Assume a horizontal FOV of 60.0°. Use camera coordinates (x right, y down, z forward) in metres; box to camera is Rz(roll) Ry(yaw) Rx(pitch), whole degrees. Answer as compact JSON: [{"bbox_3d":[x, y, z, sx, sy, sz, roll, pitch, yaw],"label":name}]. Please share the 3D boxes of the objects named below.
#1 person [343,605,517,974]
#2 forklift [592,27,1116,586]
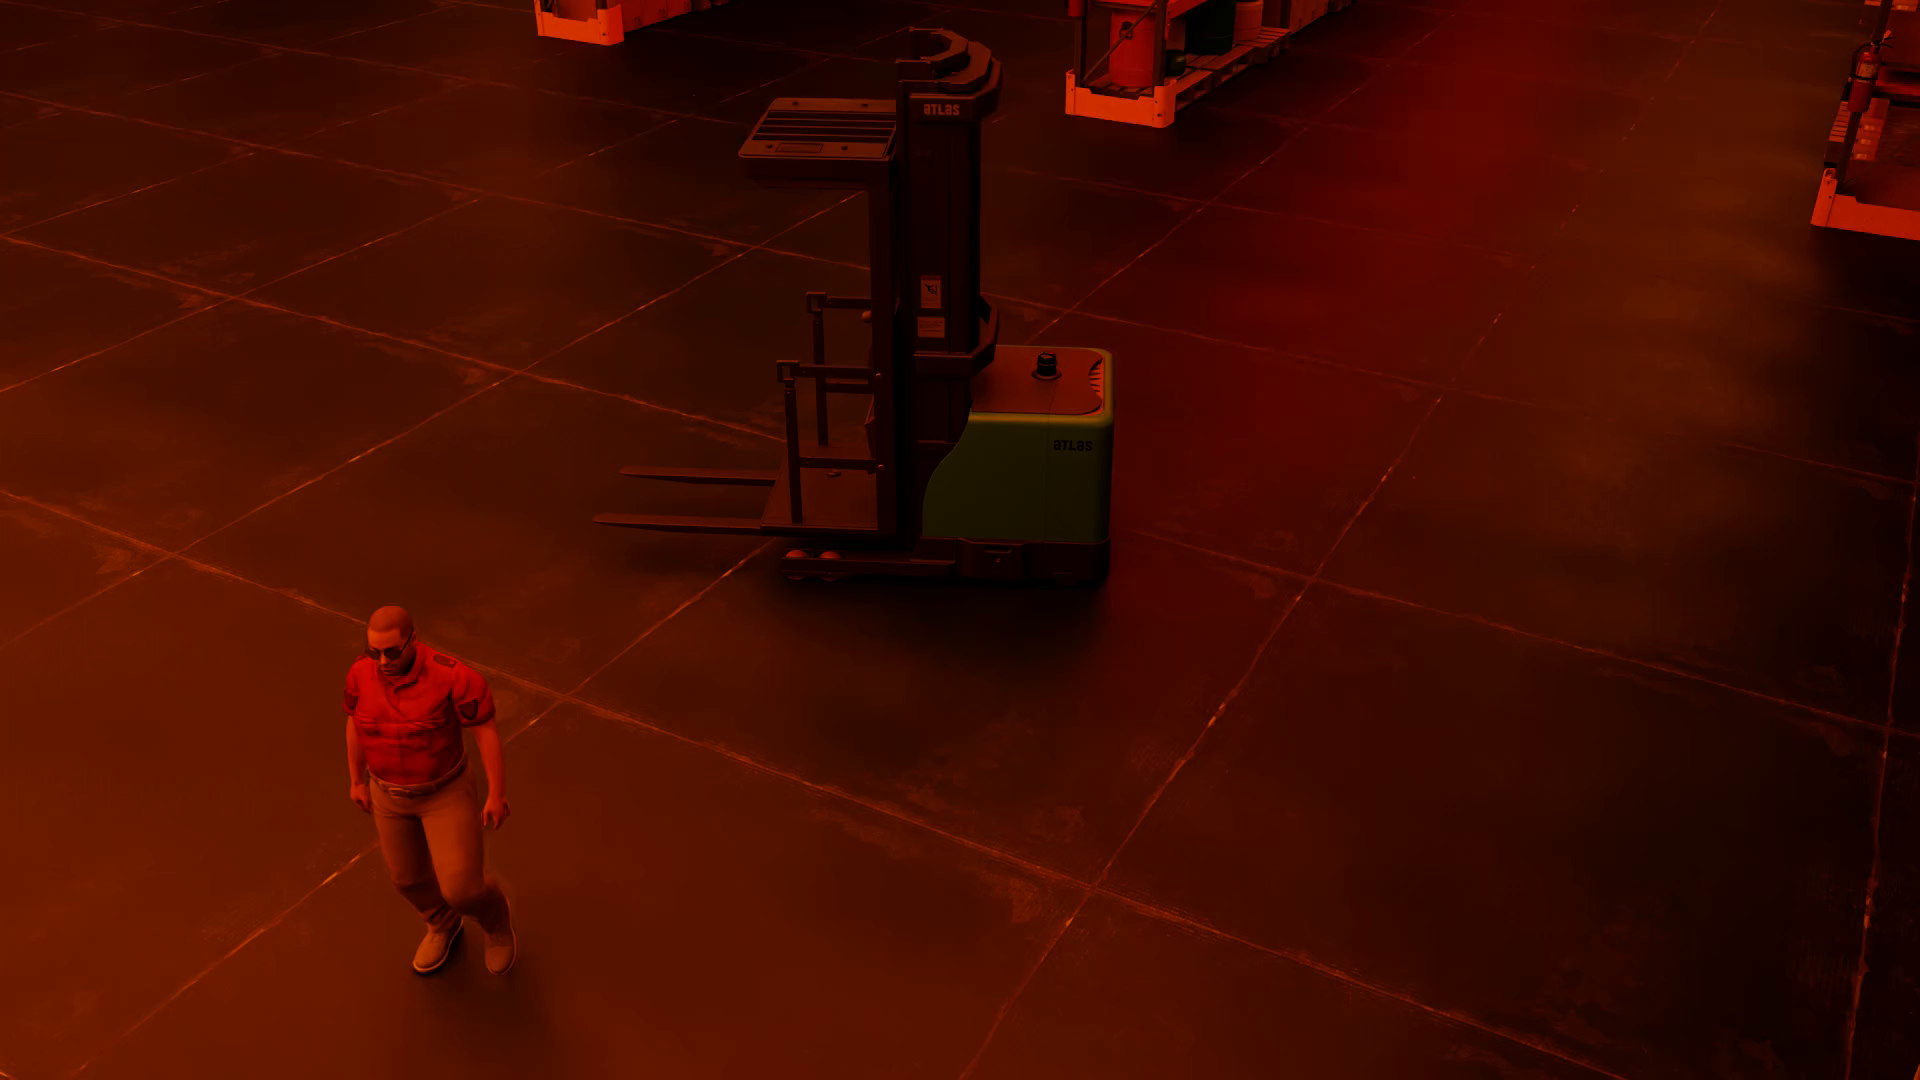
[{"bbox_3d":[-2.114,1.028,6.531,0.666,1.726,0.467,3,30,6],"label":"person"},{"bbox_3d":[-0.622,-1.294,9.313,3.031,2.935,1.130,2,30,4],"label":"forklift"}]
